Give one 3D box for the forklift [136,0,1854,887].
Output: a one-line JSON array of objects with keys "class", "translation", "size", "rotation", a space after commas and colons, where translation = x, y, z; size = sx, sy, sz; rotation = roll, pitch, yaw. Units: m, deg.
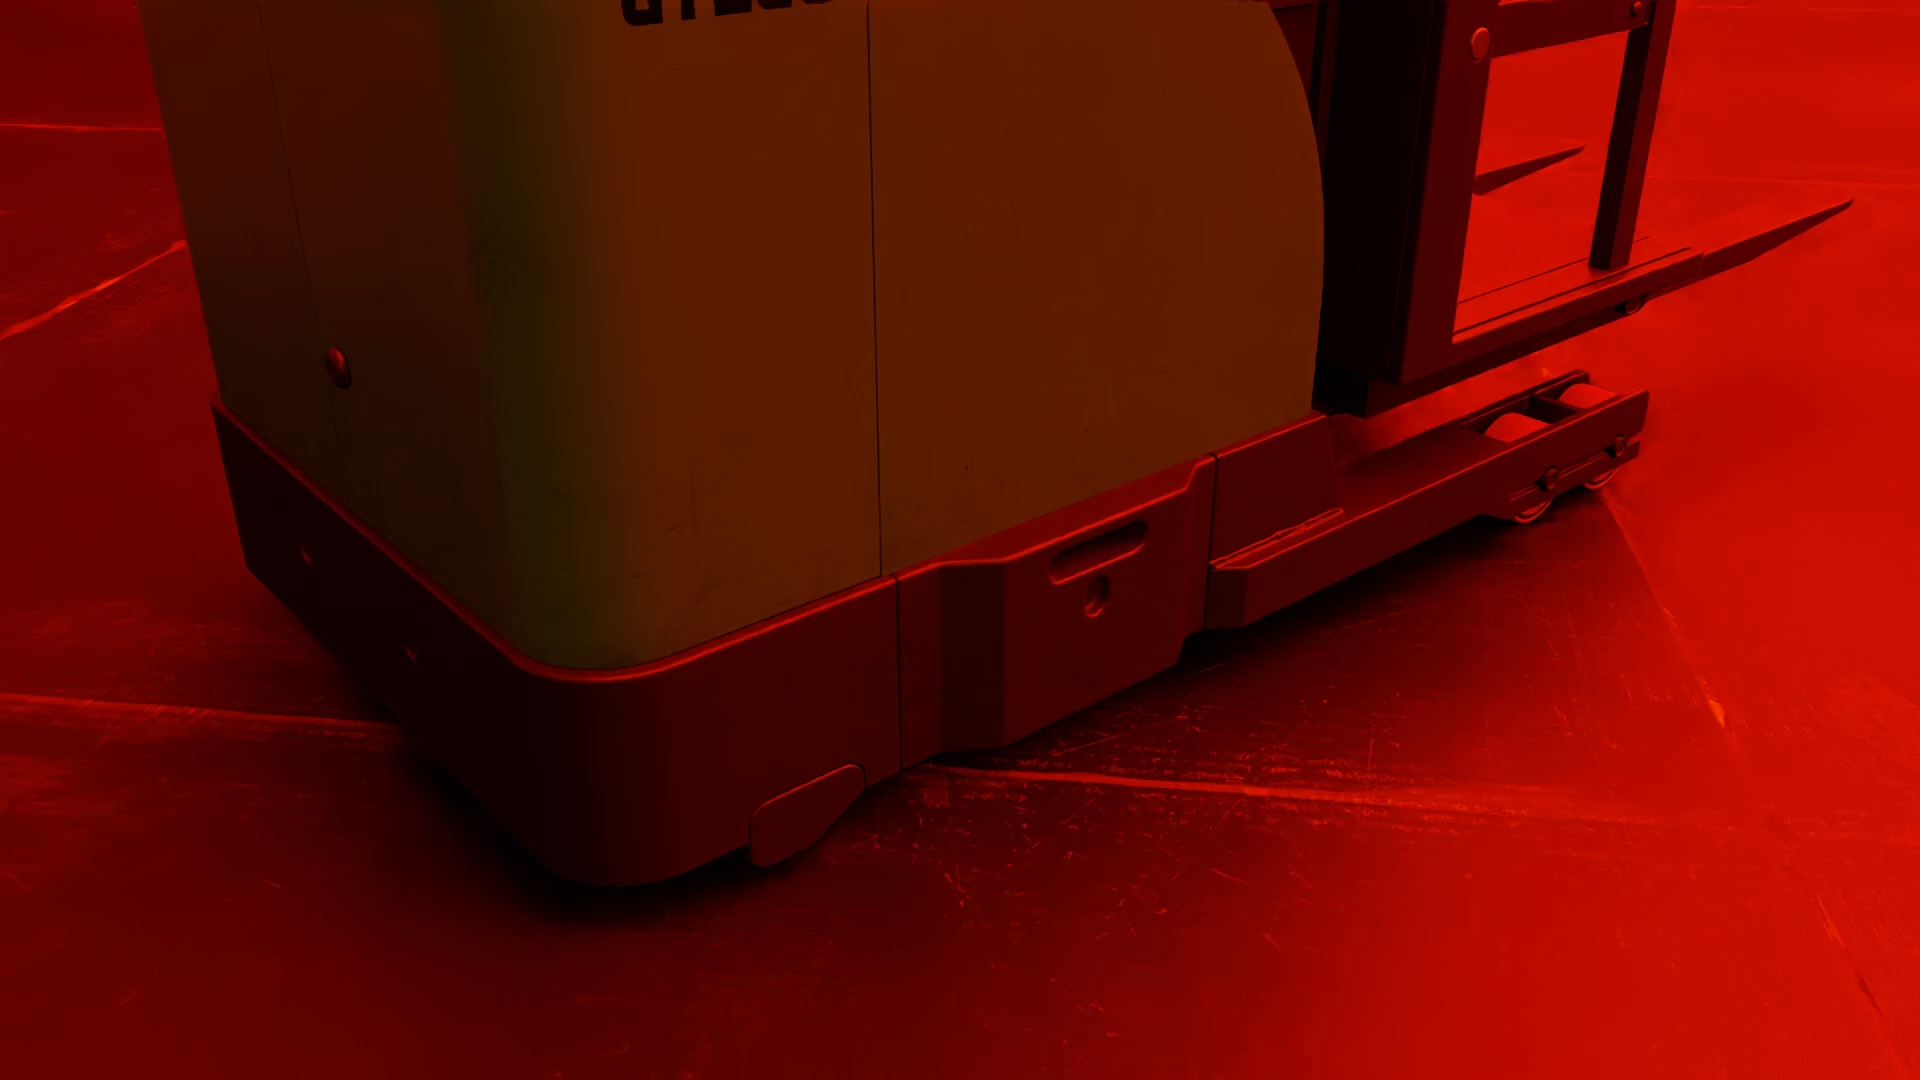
[{"class": "forklift", "translation": [0.465, -1.497, 2.218], "size": [3.031, 2.935, 1.130], "rotation": [-21, 33, -35]}]
